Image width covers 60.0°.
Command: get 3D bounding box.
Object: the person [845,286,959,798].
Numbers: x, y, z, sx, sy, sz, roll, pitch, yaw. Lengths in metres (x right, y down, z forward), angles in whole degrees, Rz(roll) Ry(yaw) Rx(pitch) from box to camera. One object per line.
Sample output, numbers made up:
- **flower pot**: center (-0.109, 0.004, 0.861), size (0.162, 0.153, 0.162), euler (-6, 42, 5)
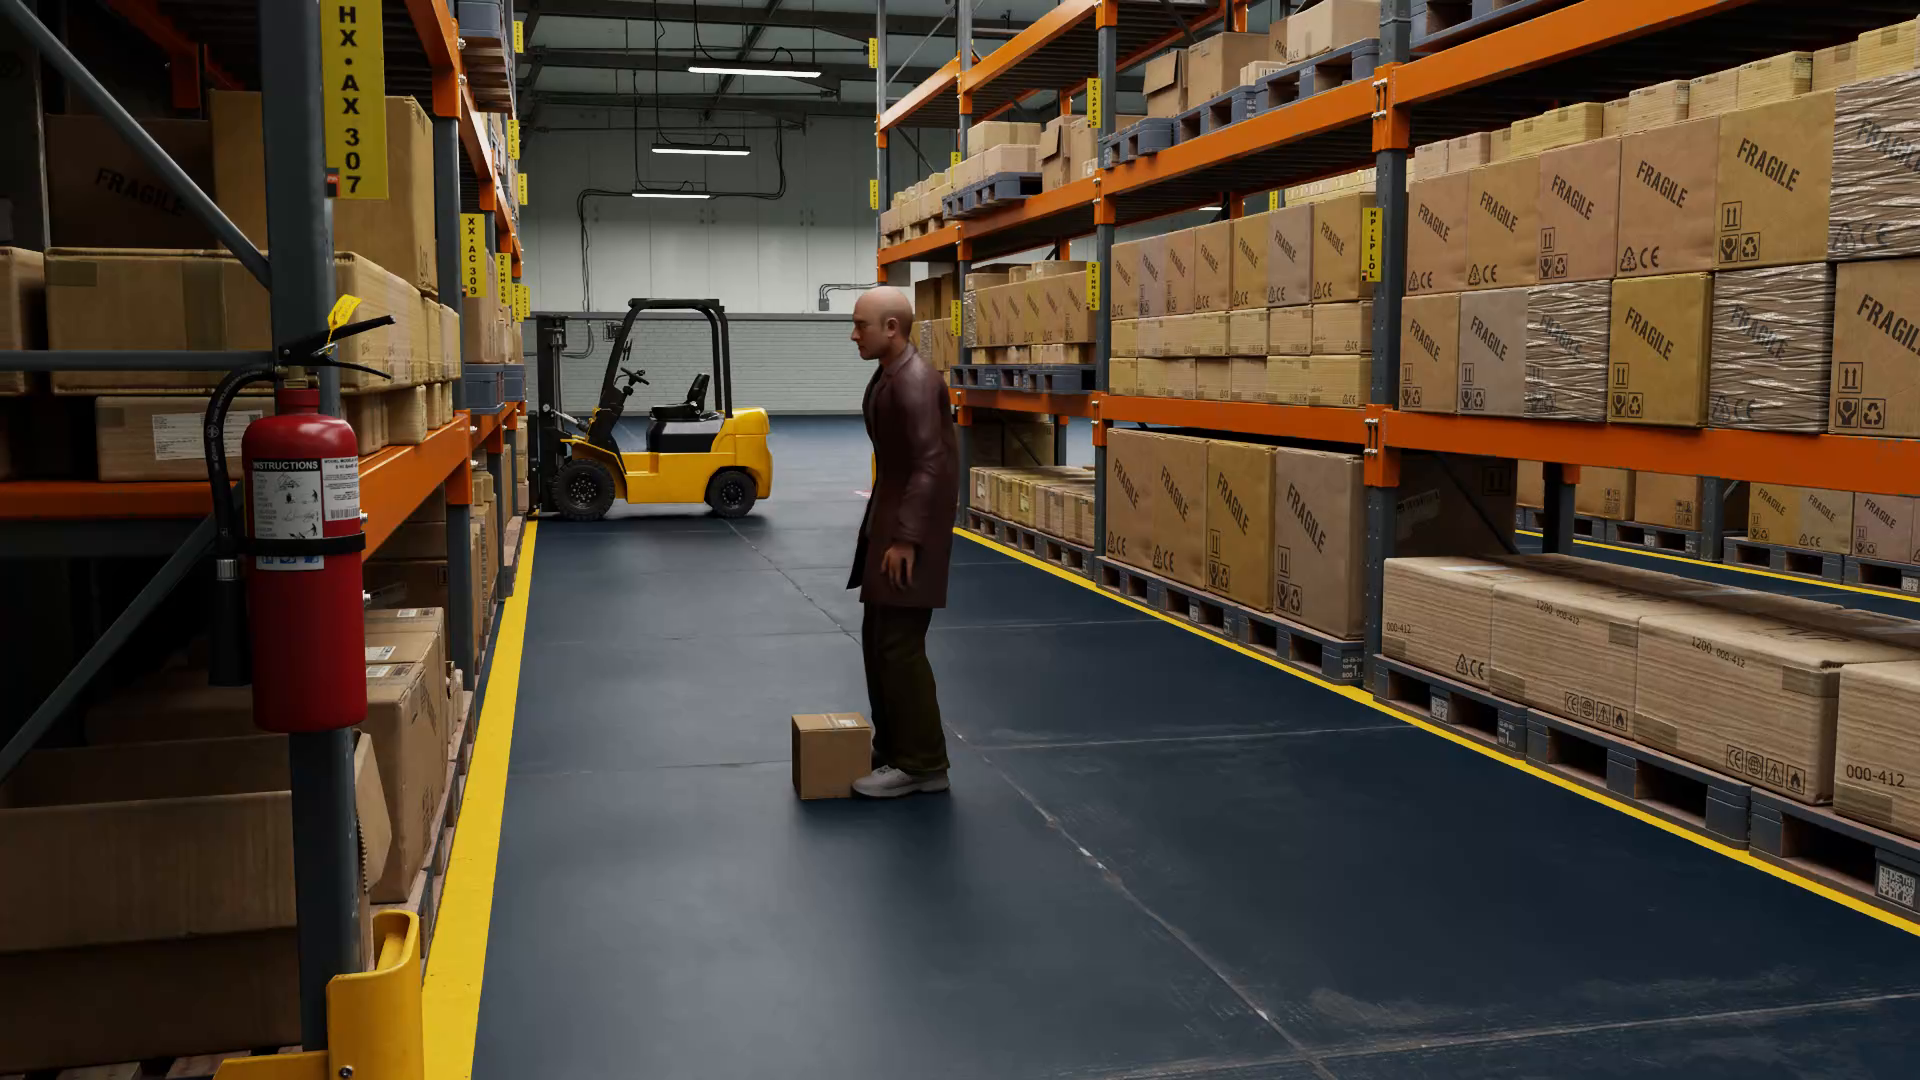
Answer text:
- **person**: center (-0.222, -0.001, 5.893), size (0.421, 1.774, 0.642), euler (-1, 6, -14)
